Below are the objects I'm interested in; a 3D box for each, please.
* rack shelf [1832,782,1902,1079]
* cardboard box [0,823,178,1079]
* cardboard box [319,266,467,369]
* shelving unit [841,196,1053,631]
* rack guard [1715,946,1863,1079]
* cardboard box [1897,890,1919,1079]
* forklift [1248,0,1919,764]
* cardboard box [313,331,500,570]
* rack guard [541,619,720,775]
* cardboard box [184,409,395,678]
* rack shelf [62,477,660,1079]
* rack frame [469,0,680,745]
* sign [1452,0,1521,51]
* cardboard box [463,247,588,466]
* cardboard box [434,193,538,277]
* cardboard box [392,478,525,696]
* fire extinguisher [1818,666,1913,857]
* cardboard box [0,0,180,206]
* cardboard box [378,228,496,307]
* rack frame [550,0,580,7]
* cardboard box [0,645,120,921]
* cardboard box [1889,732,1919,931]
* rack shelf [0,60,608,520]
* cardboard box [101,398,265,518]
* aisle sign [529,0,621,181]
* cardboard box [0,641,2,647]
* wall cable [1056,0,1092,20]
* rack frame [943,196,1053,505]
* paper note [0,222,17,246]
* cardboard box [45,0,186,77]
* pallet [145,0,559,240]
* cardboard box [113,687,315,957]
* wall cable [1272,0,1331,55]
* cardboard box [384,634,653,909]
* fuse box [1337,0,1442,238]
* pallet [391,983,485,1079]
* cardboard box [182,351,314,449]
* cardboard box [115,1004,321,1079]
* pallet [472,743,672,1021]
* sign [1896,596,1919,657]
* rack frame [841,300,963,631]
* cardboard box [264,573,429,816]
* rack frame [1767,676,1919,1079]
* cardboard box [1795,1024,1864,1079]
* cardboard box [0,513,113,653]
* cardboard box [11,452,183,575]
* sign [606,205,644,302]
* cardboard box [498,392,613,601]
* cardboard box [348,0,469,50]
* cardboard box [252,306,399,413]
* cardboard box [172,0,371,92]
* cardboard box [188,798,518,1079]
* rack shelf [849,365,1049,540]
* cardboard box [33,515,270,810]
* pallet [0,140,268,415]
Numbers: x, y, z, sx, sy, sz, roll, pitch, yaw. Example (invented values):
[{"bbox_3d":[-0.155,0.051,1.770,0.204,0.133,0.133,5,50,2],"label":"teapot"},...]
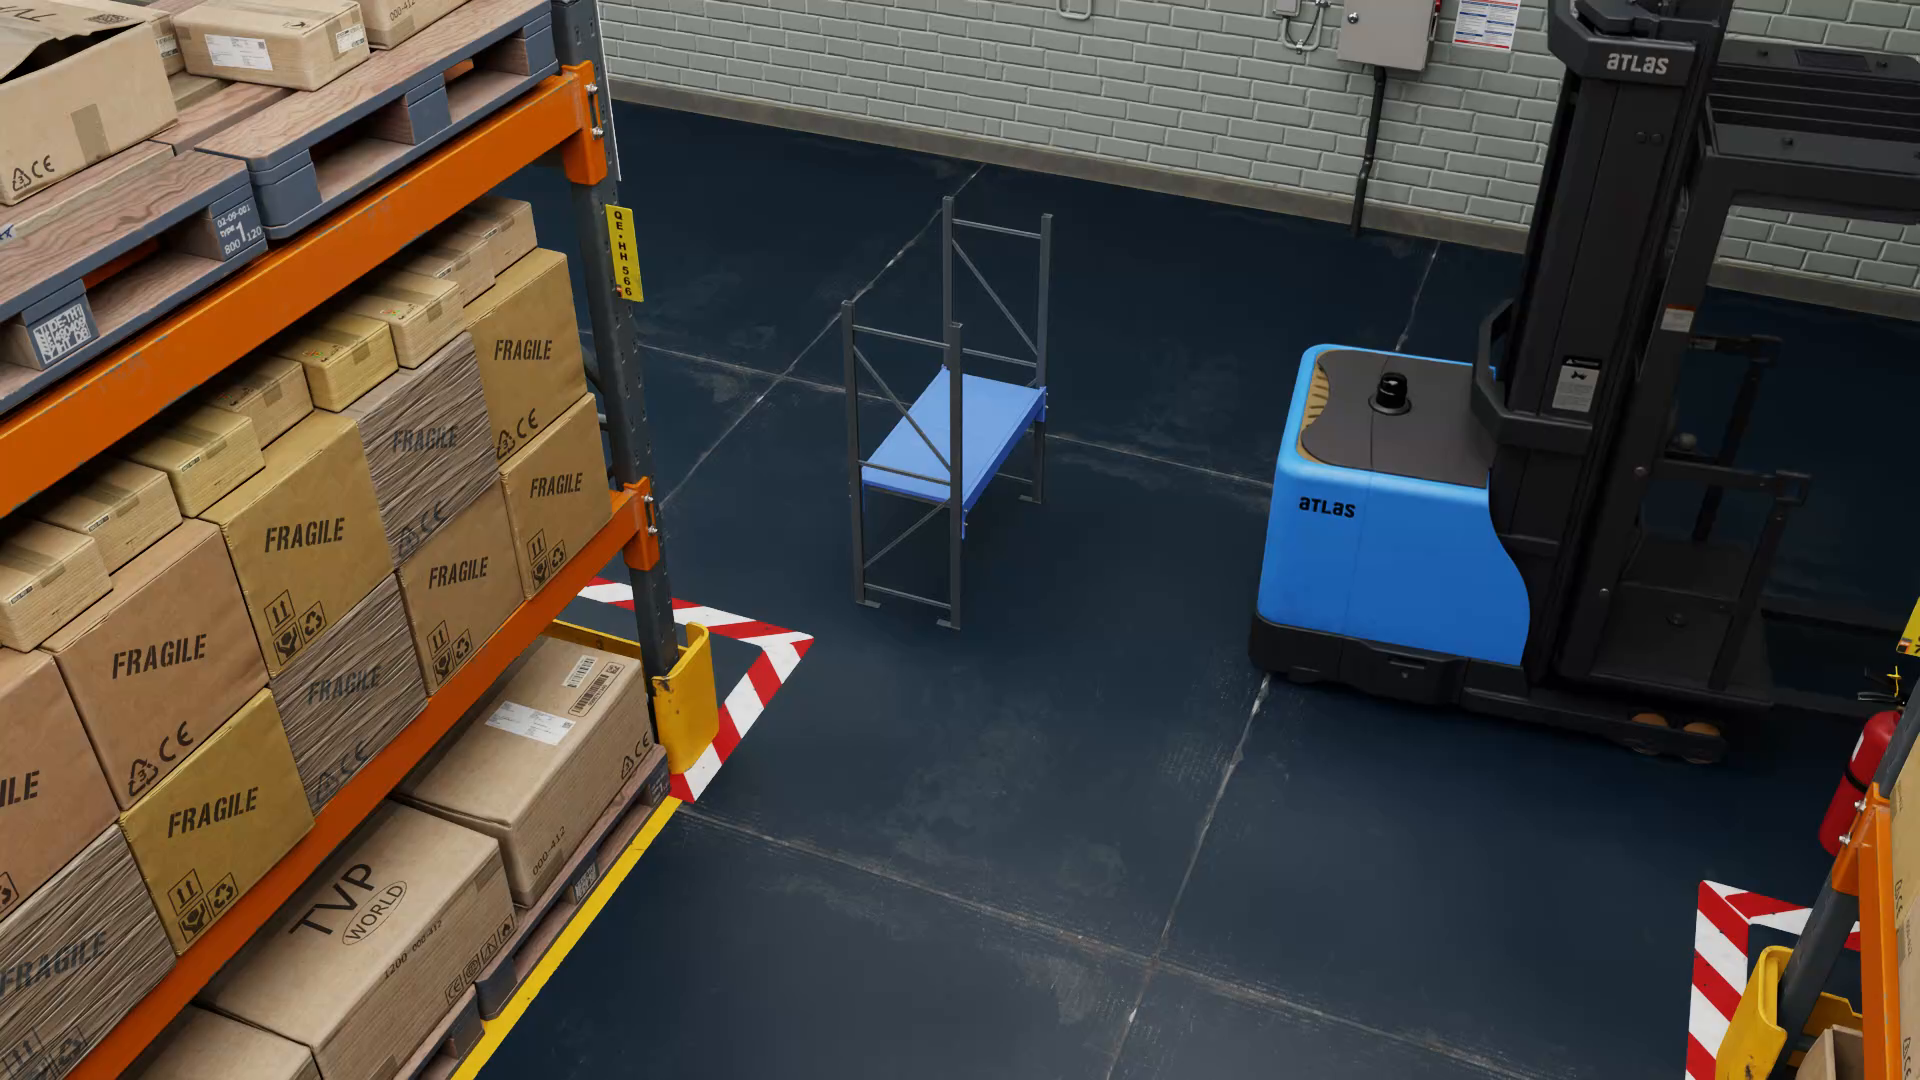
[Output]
[{"bbox_3d":[2.263,2.040,3.116,1.077,0.370,4.000,14,39,18],"label":"rack shelf"},{"bbox_3d":[-2.278,0.939,3.905,0.500,0.500,0.500,14,39,18],"label":"cardboard box"},{"bbox_3d":[-1.614,-0.632,4.629,0.380,0.149,0.250,13,39,17],"label":"cardboard box"},{"bbox_3d":[-0.032,-0.554,7.238,0.538,1.500,1.048,14,39,18],"label":"shelving unit"},{"bbox_3d":[2.995,1.688,5.074,1.175,0.500,0.348,14,39,18],"label":"rack guard"},{"bbox_3d":[2.411,1.055,3.710,0.500,0.250,0.500,14,39,18],"label":"cardboard box"},{"bbox_3d":[2.786,-0.646,6.166,3.031,2.935,1.130,10,38,13],"label":"forklift"},{"bbox_3d":[-1.702,-0.307,4.737,0.500,0.500,0.500,14,39,18],"label":"cardboard box"},{"bbox_3d":[-1.558,0.504,6.658,1.175,0.500,0.348,14,39,18],"label":"rack guard"},{"bbox_3d":[-1.894,-0.034,4.371,0.500,0.500,0.500,14,39,18],"label":"cardboard box"},{"bbox_3d":[-2.328,0.912,4.626,1.077,0.370,4.000,14,39,18],"label":"rack shelf"},{"bbox_3d":[-1.567,-0.484,5.892,1.000,3.000,0.127,14,39,18],"label":"rack frame"},{"bbox_3d":[2.979,-3.016,9.359,0.329,0.494,0.001,14,39,18],"label":"sign"},{"bbox_3d":[-1.531,-0.603,5.133,0.500,0.500,0.500,15,39,19],"label":"cardboard box"},{"bbox_3d":[-1.519,-0.940,5.041,0.380,0.149,0.250,14,39,18],"label":"cardboard box"},{"bbox_3d":[-1.711,0.078,5.057,0.500,0.500,0.500,13,39,17],"label":"cardboard box"},{"bbox_3d":[2.653,0.639,4.766,0.296,0.674,0.183,14,39,18],"label":"fire extinguisher"},{"bbox_3d":[-2.183,-1.040,3.771,0.500,0.311,0.500,15,39,19],"label":"cardboard box"},{"bbox_3d":[-1.593,-0.794,4.846,0.380,0.149,0.250,15,39,19],"label":"cardboard box"},{"bbox_3d":[-1.567,-2.887,4.096,1.000,3.000,0.127,14,39,18],"label":"rack frame"},{"bbox_3d":[-2.281,0.523,3.627,0.500,0.500,0.500,15,39,19],"label":"cardboard box"},{"bbox_3d":[2.602,0.776,4.084,0.500,0.250,0.500,14,39,18],"label":"cardboard box"},{"bbox_3d":[-2.328,-0.290,3.728,1.077,0.370,4.000,14,39,18],"label":"rack shelf"},{"bbox_3d":[-1.954,-0.221,4.079,0.380,0.149,0.250,15,39,19],"label":"cardboard box"},{"bbox_3d":[-1.253,-1.494,5.072,0.394,0.787,0.004,14,39,18],"label":"aisle sign"},{"bbox_3d":[-2.290,0.196,3.521,0.380,0.149,0.250,14,39,18],"label":"cardboard box"},{"bbox_3d":[0.556,-4.030,9.762,0.585,1.953,0.123,14,39,18],"label":"wall cable"},{"bbox_3d":[0.161,-0.835,7.614,0.500,1.500,0.032,14,39,18],"label":"rack frame"},{"bbox_3d":[-1.828,-0.559,3.133,0.006,0.032,0.123,14,39,18],"label":"paper note"},{"bbox_3d":[-2.194,-1.243,4.177,0.380,0.149,0.250,15,39,19],"label":"cardboard box"},{"bbox_3d":[-1.840,-1.237,4.468,1.003,0.211,1.213,14,39,18],"label":"pallet"},{"bbox_3d":[-2.082,0.654,4.286,0.500,0.500,0.500,15,39,19],"label":"cardboard box"},{"bbox_3d":[1.872,-3.701,9.348,0.588,1.984,0.122,14,39,18],"label":"wall cable"},{"bbox_3d":[-1.726,0.763,6.014,0.875,0.438,0.875,13,39,16],"label":"cardboard box"},{"bbox_3d":[2.444,-2.536,9.713,0.539,1.711,0.414,14,39,18],"label":"fuse box"},{"bbox_3d":[-2.265,1.767,5.210,1.003,0.211,1.213,14,39,18],"label":"pallet"},{"bbox_3d":[-1.912,-0.373,4.283,0.380,0.149,0.250,13,39,17],"label":"cardboard box"},{"bbox_3d":[-2.411,1.770,4.666,0.875,0.438,0.875,13,39,16],"label":"cardboard box"},{"bbox_3d":[-1.799,1.094,6.110,1.003,0.211,1.213,14,39,18],"label":"pallet"},{"bbox_3d":[2.522,0.175,4.288,0.100,0.325,0.005,14,39,18],"label":"sign"},{"bbox_3d":[-0.226,-0.272,6.861,0.500,1.500,0.032,14,39,18],"label":"rack frame"},{"bbox_3d":[-1.898,0.365,4.673,0.500,0.500,0.500,15,39,19],"label":"cardboard box"},{"bbox_3d":[3.024,0.645,4.382,1.000,3.000,0.127,14,39,18],"label":"rack frame"},{"bbox_3d":[2.704,1.794,4.579,0.797,0.503,0.637,12,39,16],"label":"cardboard box"},{"bbox_3d":[-2.132,0.076,3.682,0.380,0.149,0.250,14,39,18],"label":"cardboard box"},{"bbox_3d":[-2.071,-0.080,3.891,0.380,0.149,0.250,15,39,19],"label":"cardboard box"},{"bbox_3d":[-1.071,-0.911,5.298,0.100,0.325,0.005,14,39,18],"label":"sign"},{"bbox_3d":[-1.506,-0.196,5.424,0.500,0.500,0.500,14,39,18],"label":"cardboard box"},{"bbox_3d":[-1.655,-1.564,4.522,0.500,0.250,0.500,10,38,14],"label":"cardboard box"},{"bbox_3d":[-1.747,-0.502,4.455,0.380,0.149,0.250,15,39,19],"label":"cardboard box"},{"bbox_3d":[-1.741,-1.273,4.218,0.380,0.149,0.250,11,38,14],"label":"cardboard box"},{"bbox_3d":[-2.067,1.271,5.333,0.875,0.438,0.875,15,39,19],"label":"cardboard box"},{"bbox_3d":[-0.032,-0.409,7.345,0.538,0.185,1.000,14,39,18],"label":"rack shelf"},{"bbox_3d":[-2.087,0.244,3.999,0.500,0.500,0.500,14,39,17],"label":"cardboard box"},{"bbox_3d":[-2.303,-0.559,3.561,1.003,0.211,1.213,14,39,18],"label":"pallet"}]
